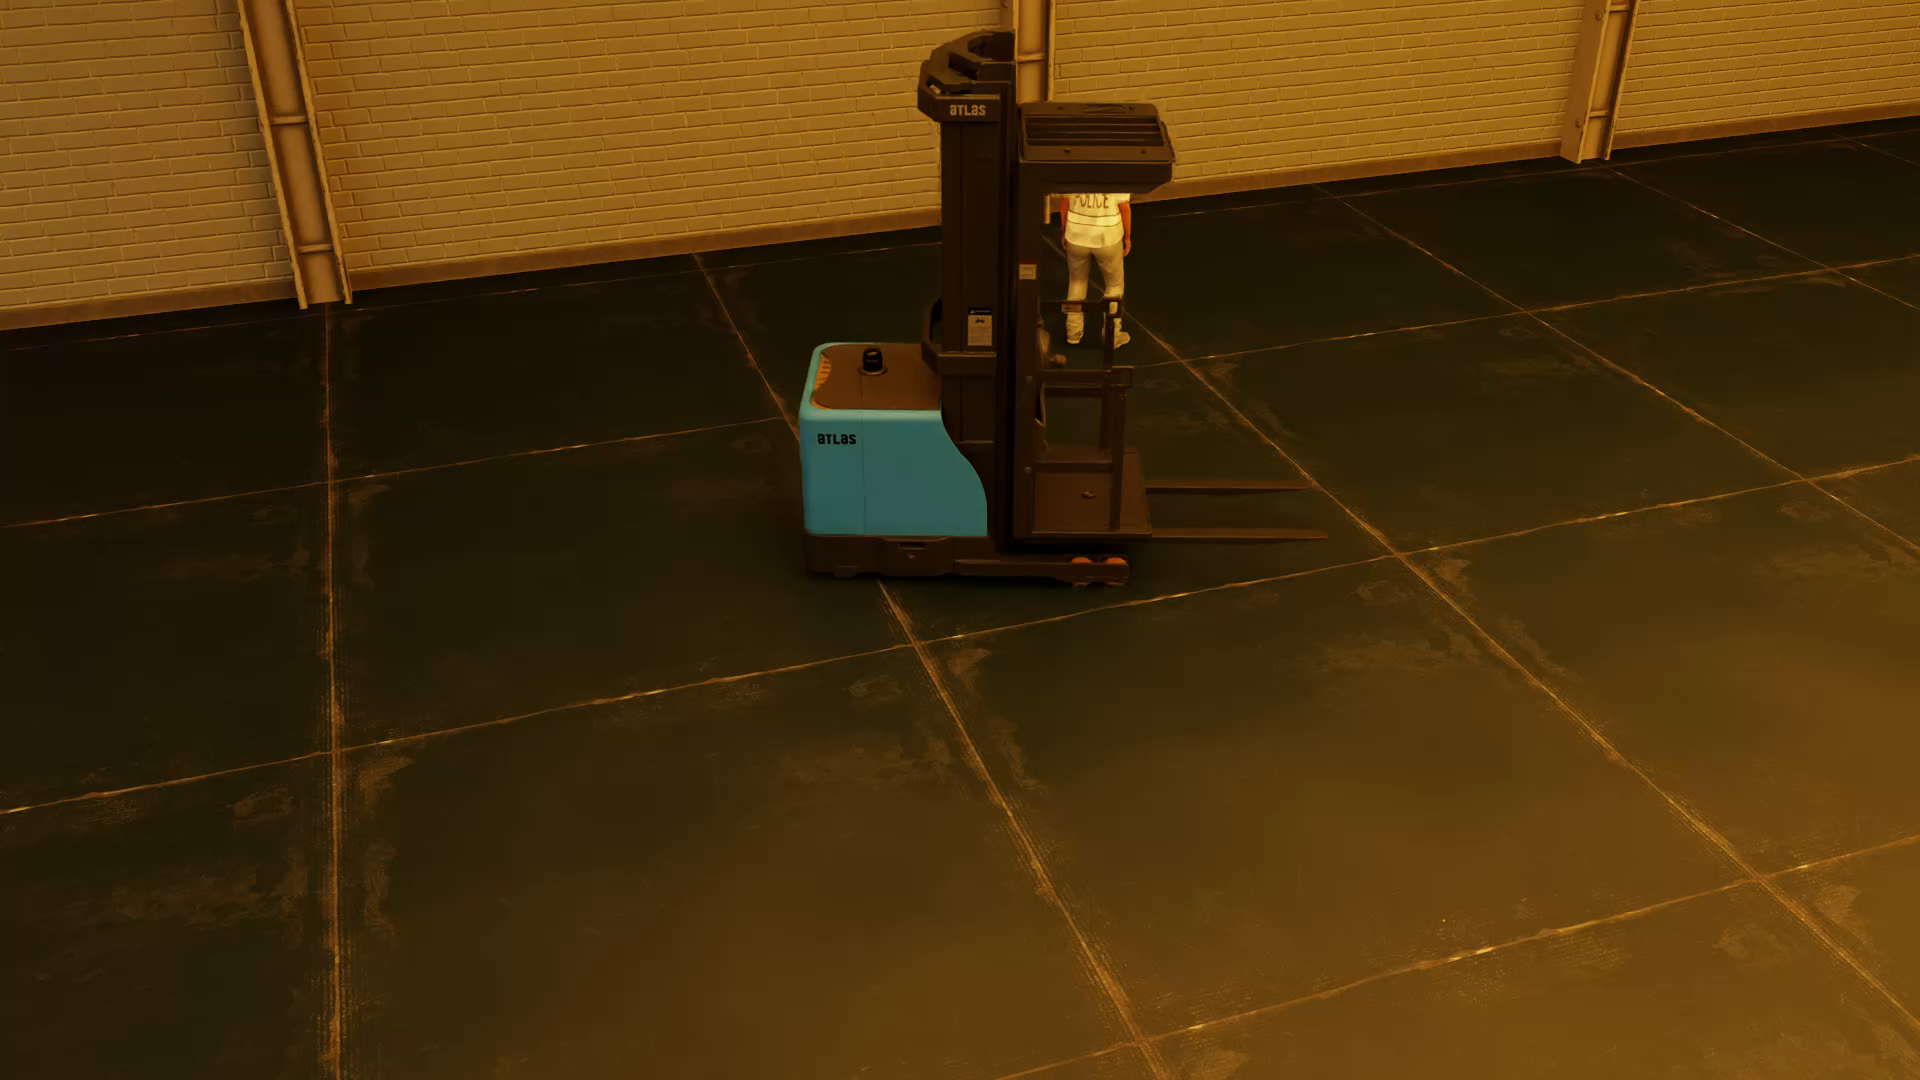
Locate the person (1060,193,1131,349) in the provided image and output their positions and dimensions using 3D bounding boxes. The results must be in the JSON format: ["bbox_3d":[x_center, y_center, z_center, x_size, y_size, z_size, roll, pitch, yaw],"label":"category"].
[{"bbox_3d":[1.008,-2.230,12.237,0.538,1.666,0.467,9,31,16],"label":"person"}]

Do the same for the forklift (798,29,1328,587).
[{"bbox_3d":[0.616,-1.272,9.298,3.031,2.935,1.130,0,30,1],"label":"forklift"}]
